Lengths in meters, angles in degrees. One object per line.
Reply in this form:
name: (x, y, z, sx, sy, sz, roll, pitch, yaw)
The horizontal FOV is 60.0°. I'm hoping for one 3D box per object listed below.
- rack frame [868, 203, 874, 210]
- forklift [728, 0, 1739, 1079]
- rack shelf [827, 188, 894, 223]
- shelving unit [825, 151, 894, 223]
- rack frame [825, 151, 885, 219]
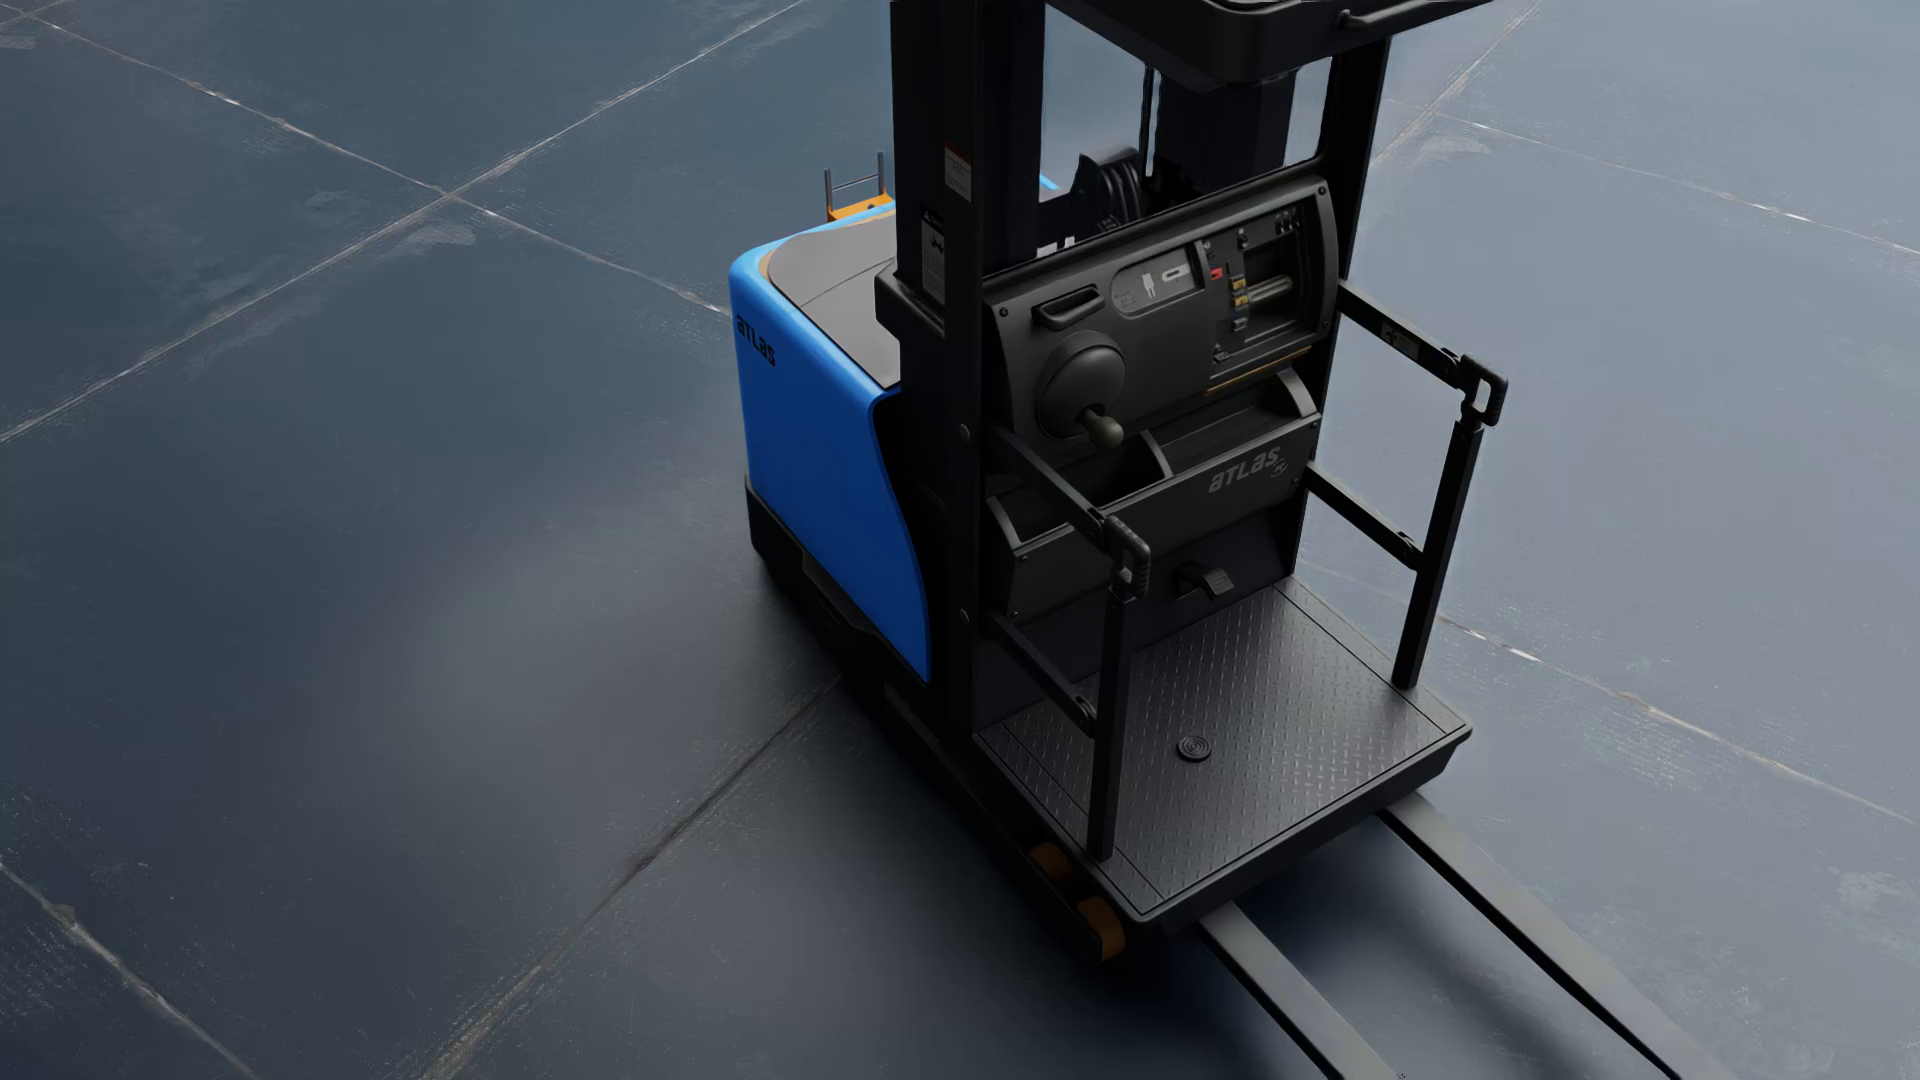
rack frame: (-0.178, -0.600, 5.133, 0.200, 1.050, 0.008, -24, 47, -24)
forklift: (0.589, -0.422, 3.524, 1.130, 2.935, 3.031, -24, 47, -24)
rack shelf: (-0.246, -0.871, 5.027, 0.215, 0.259, 0.240, -24, 47, -24)
shelving unit: (-0.246, -0.668, 5.209, 0.215, 1.050, 0.252, -24, 47, -24)
rack frame: (-0.314, -0.735, 5.285, 0.200, 1.050, 0.008, -24, 47, -24)
